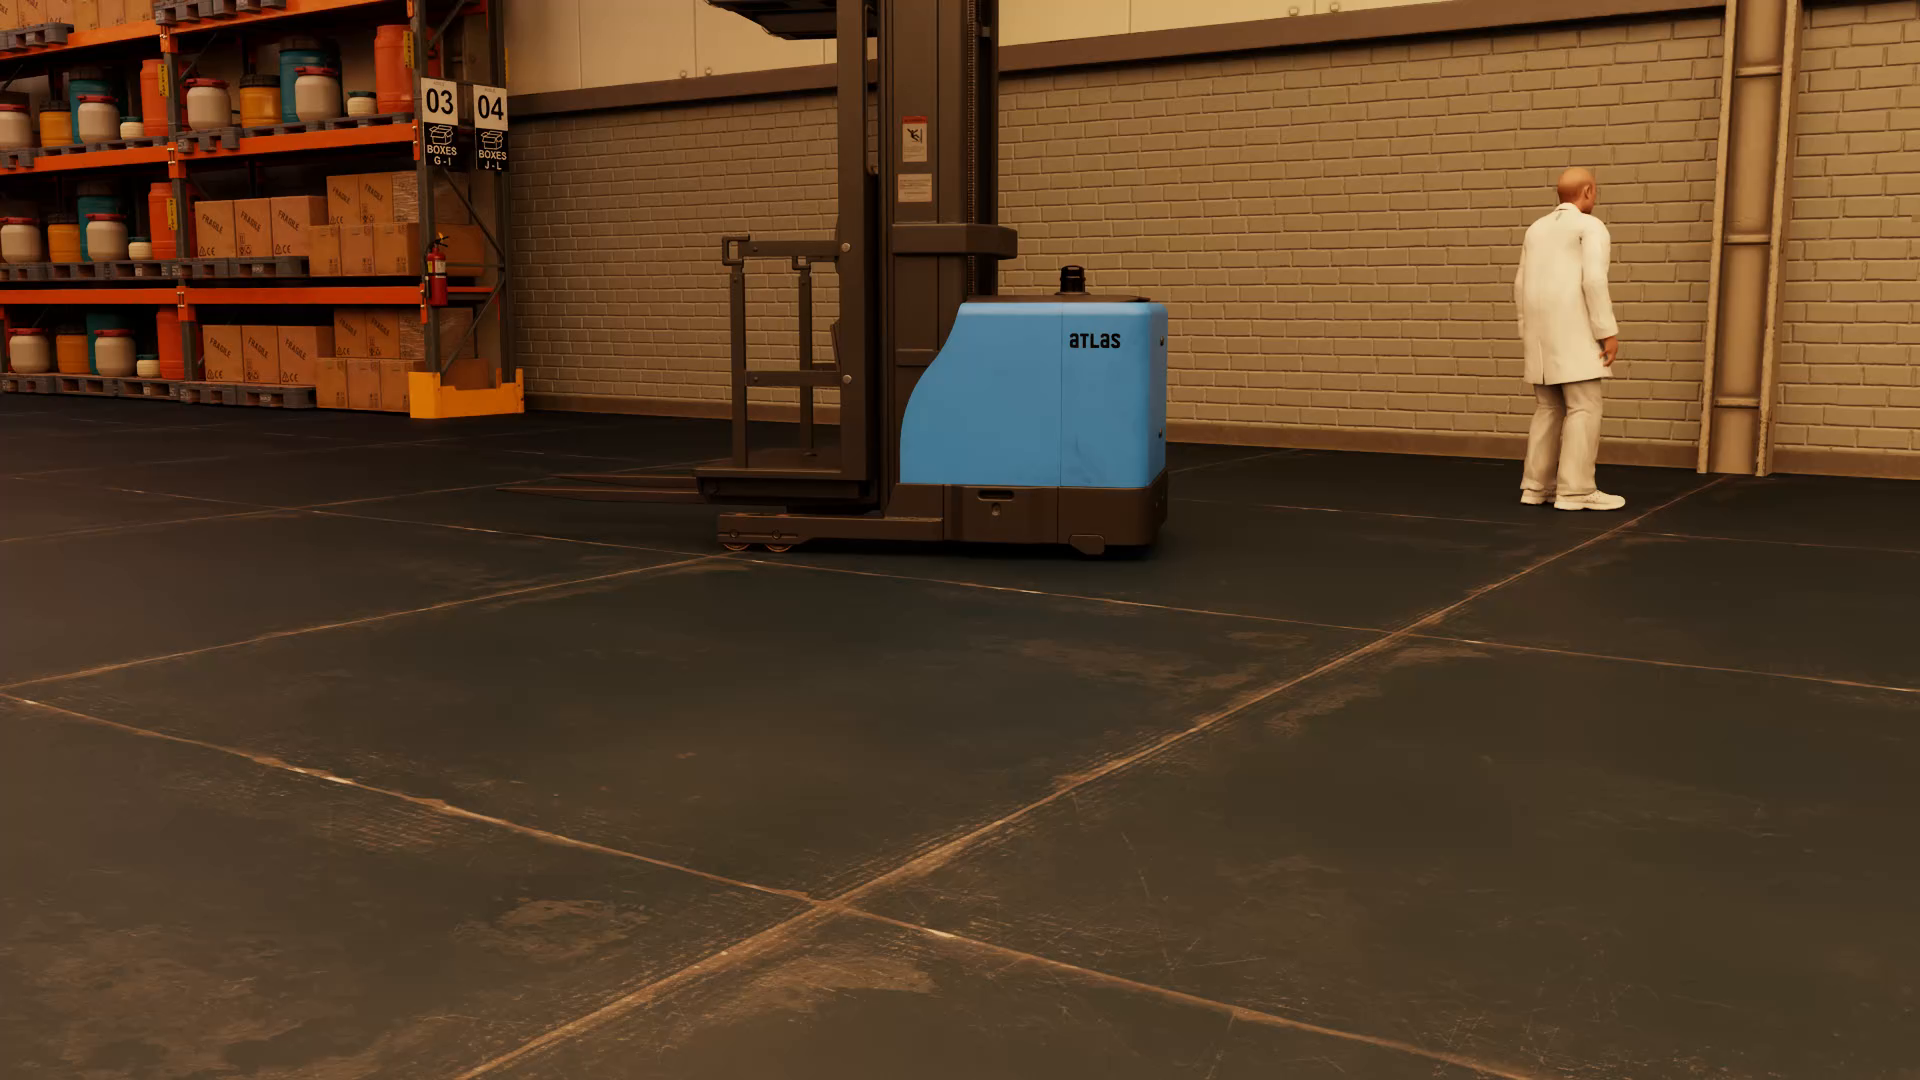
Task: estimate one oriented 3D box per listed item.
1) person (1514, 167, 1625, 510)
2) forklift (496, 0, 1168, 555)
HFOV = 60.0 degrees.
[{"bbox_3d":[3.198,-1.063,8.779,0.429,1.774,0.654,-4,9,-23],"label":"person"},{"bbox_3d":[-0.596,-1.469,7.520,3.031,2.935,1.130,2,8,12],"label":"forklift"}]
